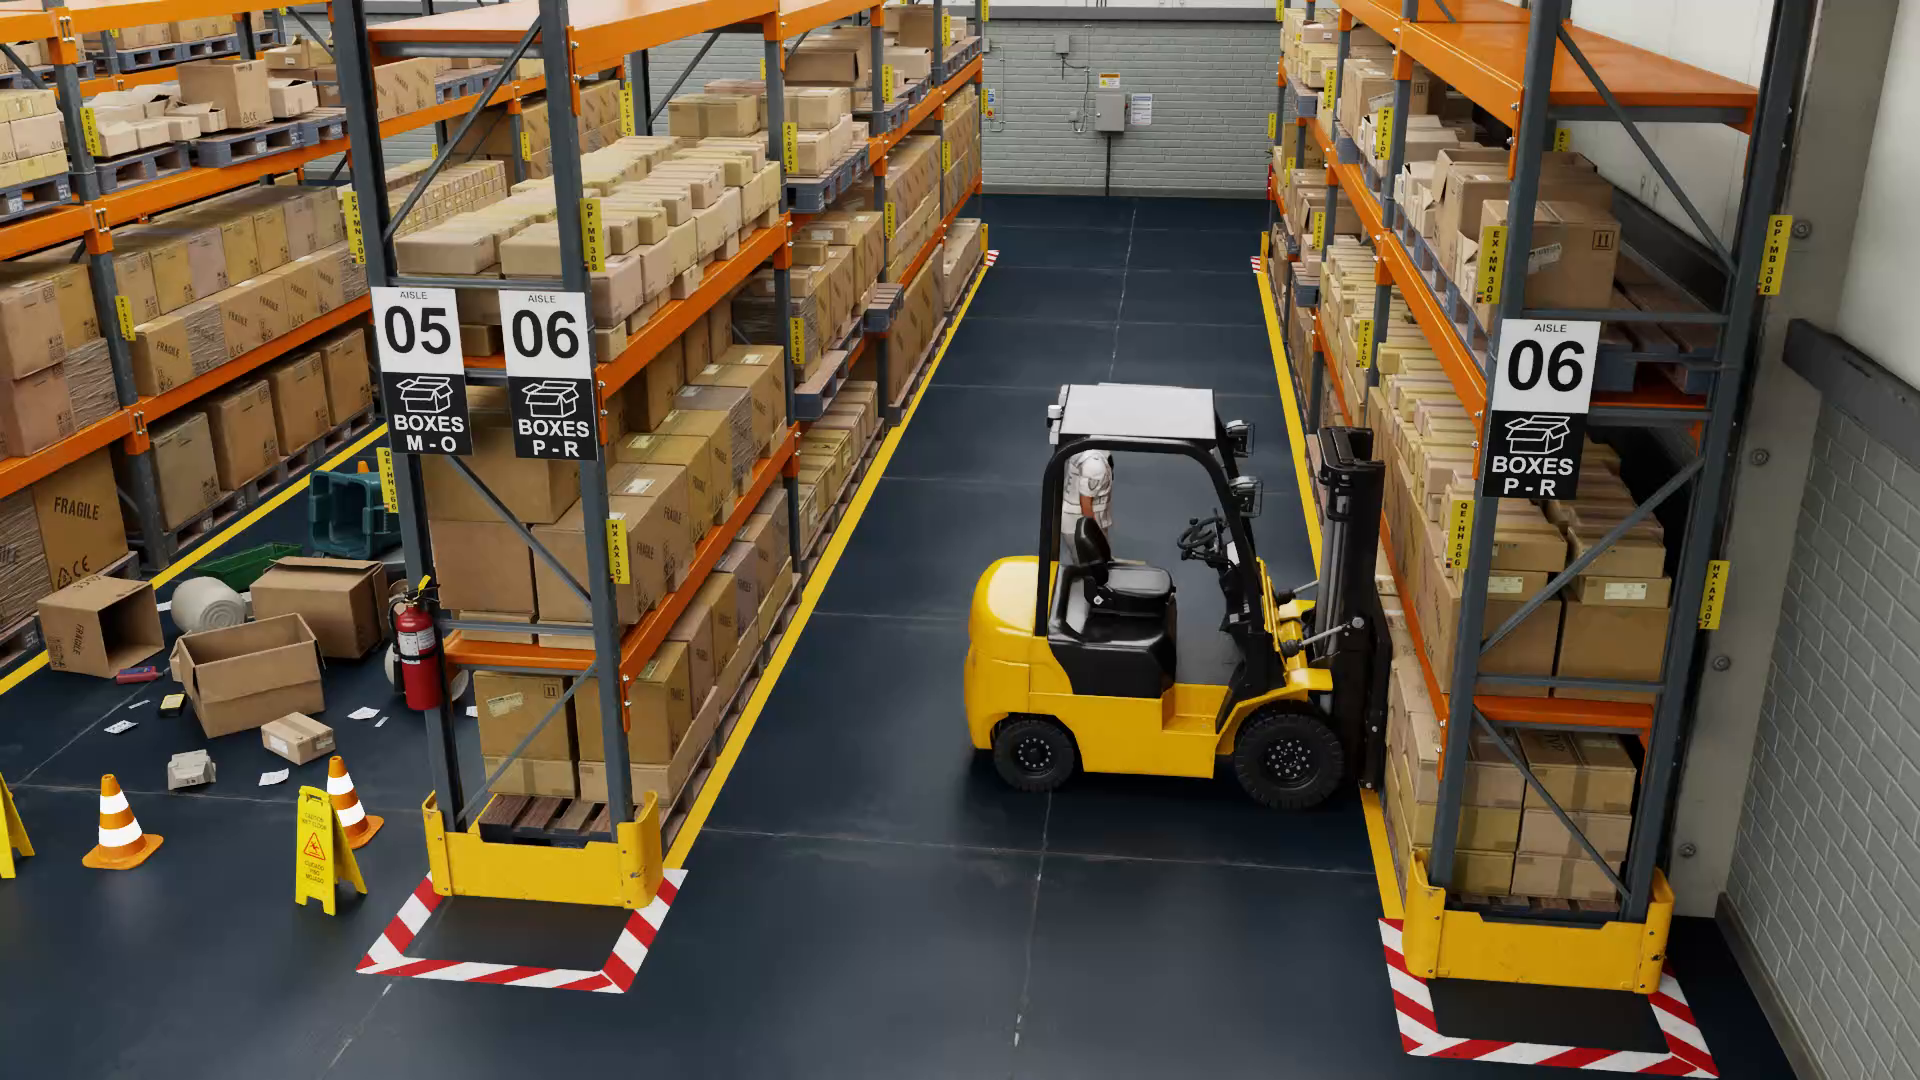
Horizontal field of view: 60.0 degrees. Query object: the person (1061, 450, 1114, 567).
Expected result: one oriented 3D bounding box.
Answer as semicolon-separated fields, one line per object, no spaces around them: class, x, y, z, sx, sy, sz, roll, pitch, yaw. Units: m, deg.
person;0.873;-0.059;11.281;0.401;1.625;0.532;2;21;4
